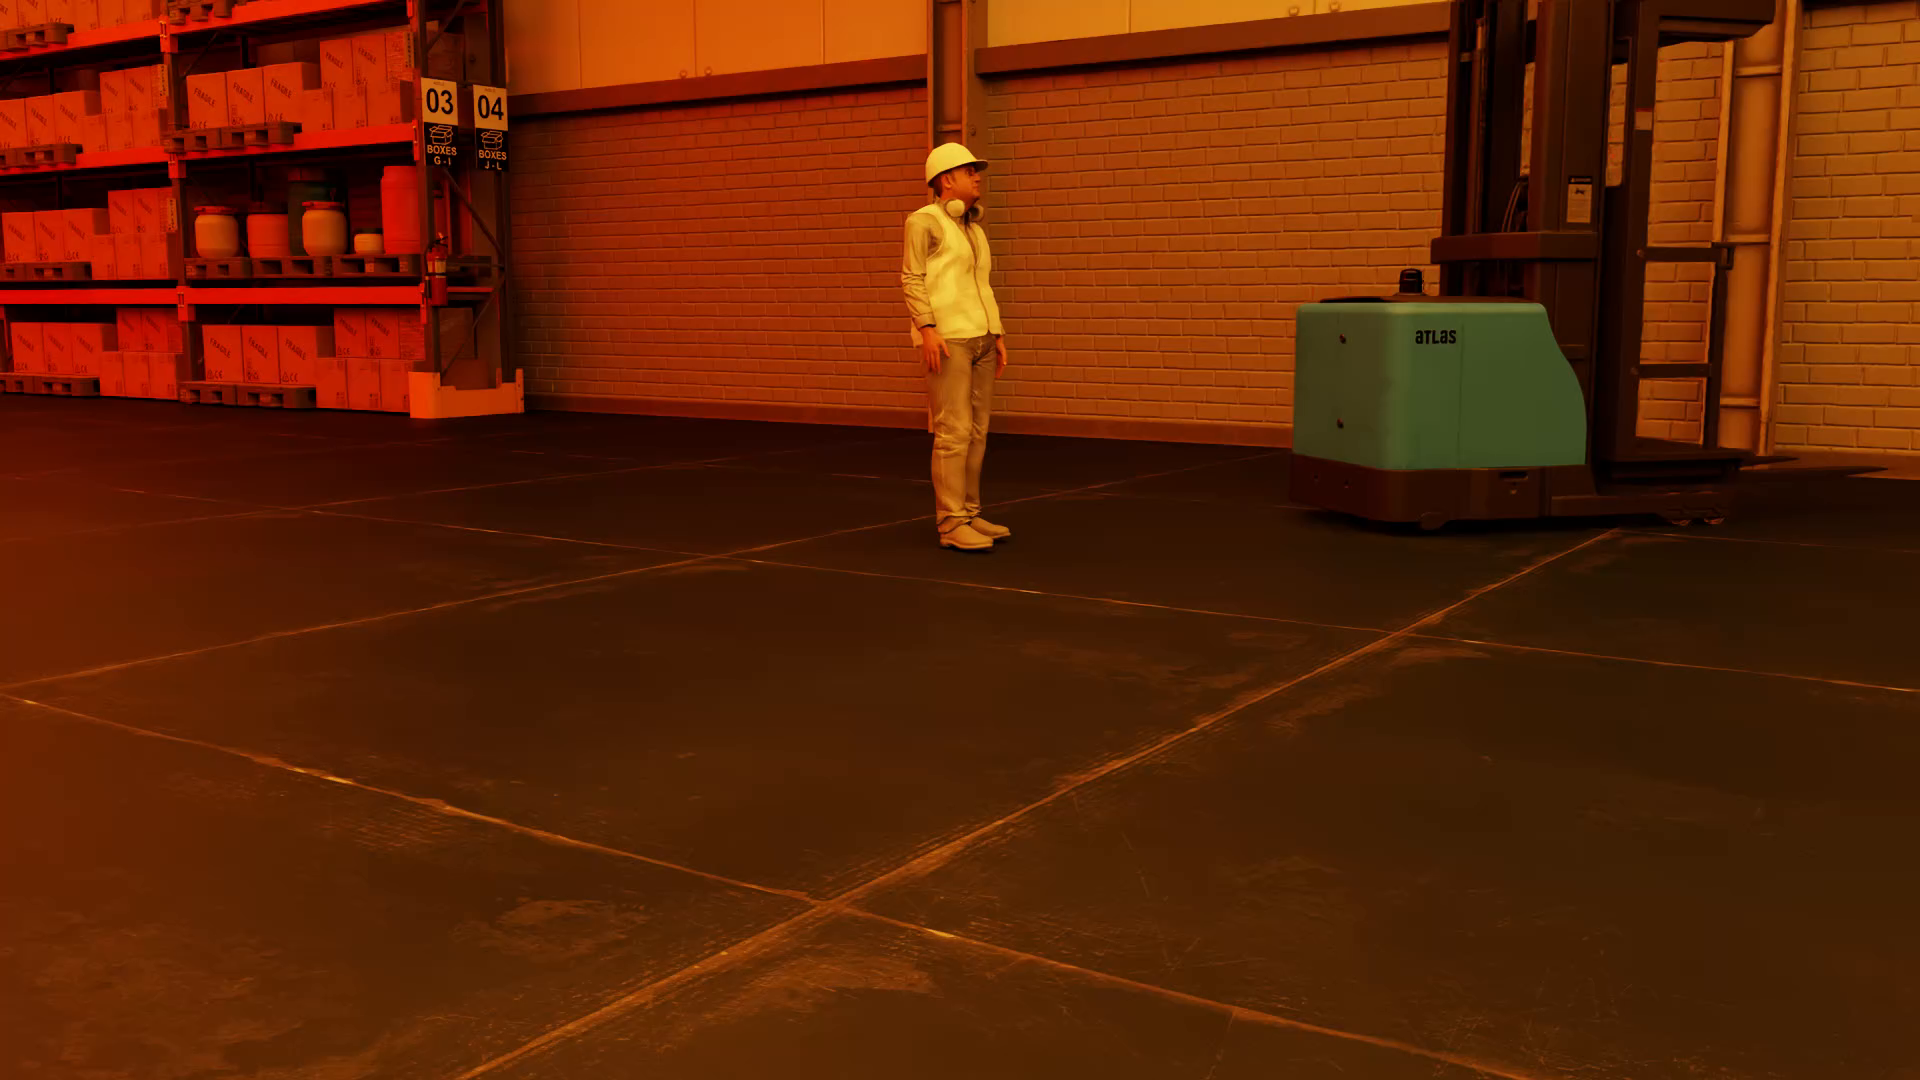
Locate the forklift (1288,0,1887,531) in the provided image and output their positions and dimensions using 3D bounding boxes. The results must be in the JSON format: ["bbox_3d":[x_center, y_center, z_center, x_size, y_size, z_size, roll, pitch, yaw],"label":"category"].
[{"bbox_3d":[3.267,-1.587,8.356,3.031,2.935,1.130,-2,8,-16],"label":"forklift"}]

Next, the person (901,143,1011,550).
[{"bbox_3d":[0.047,-0.880,7.437,0.568,1.773,0.632,5,10,34],"label":"person"}]
